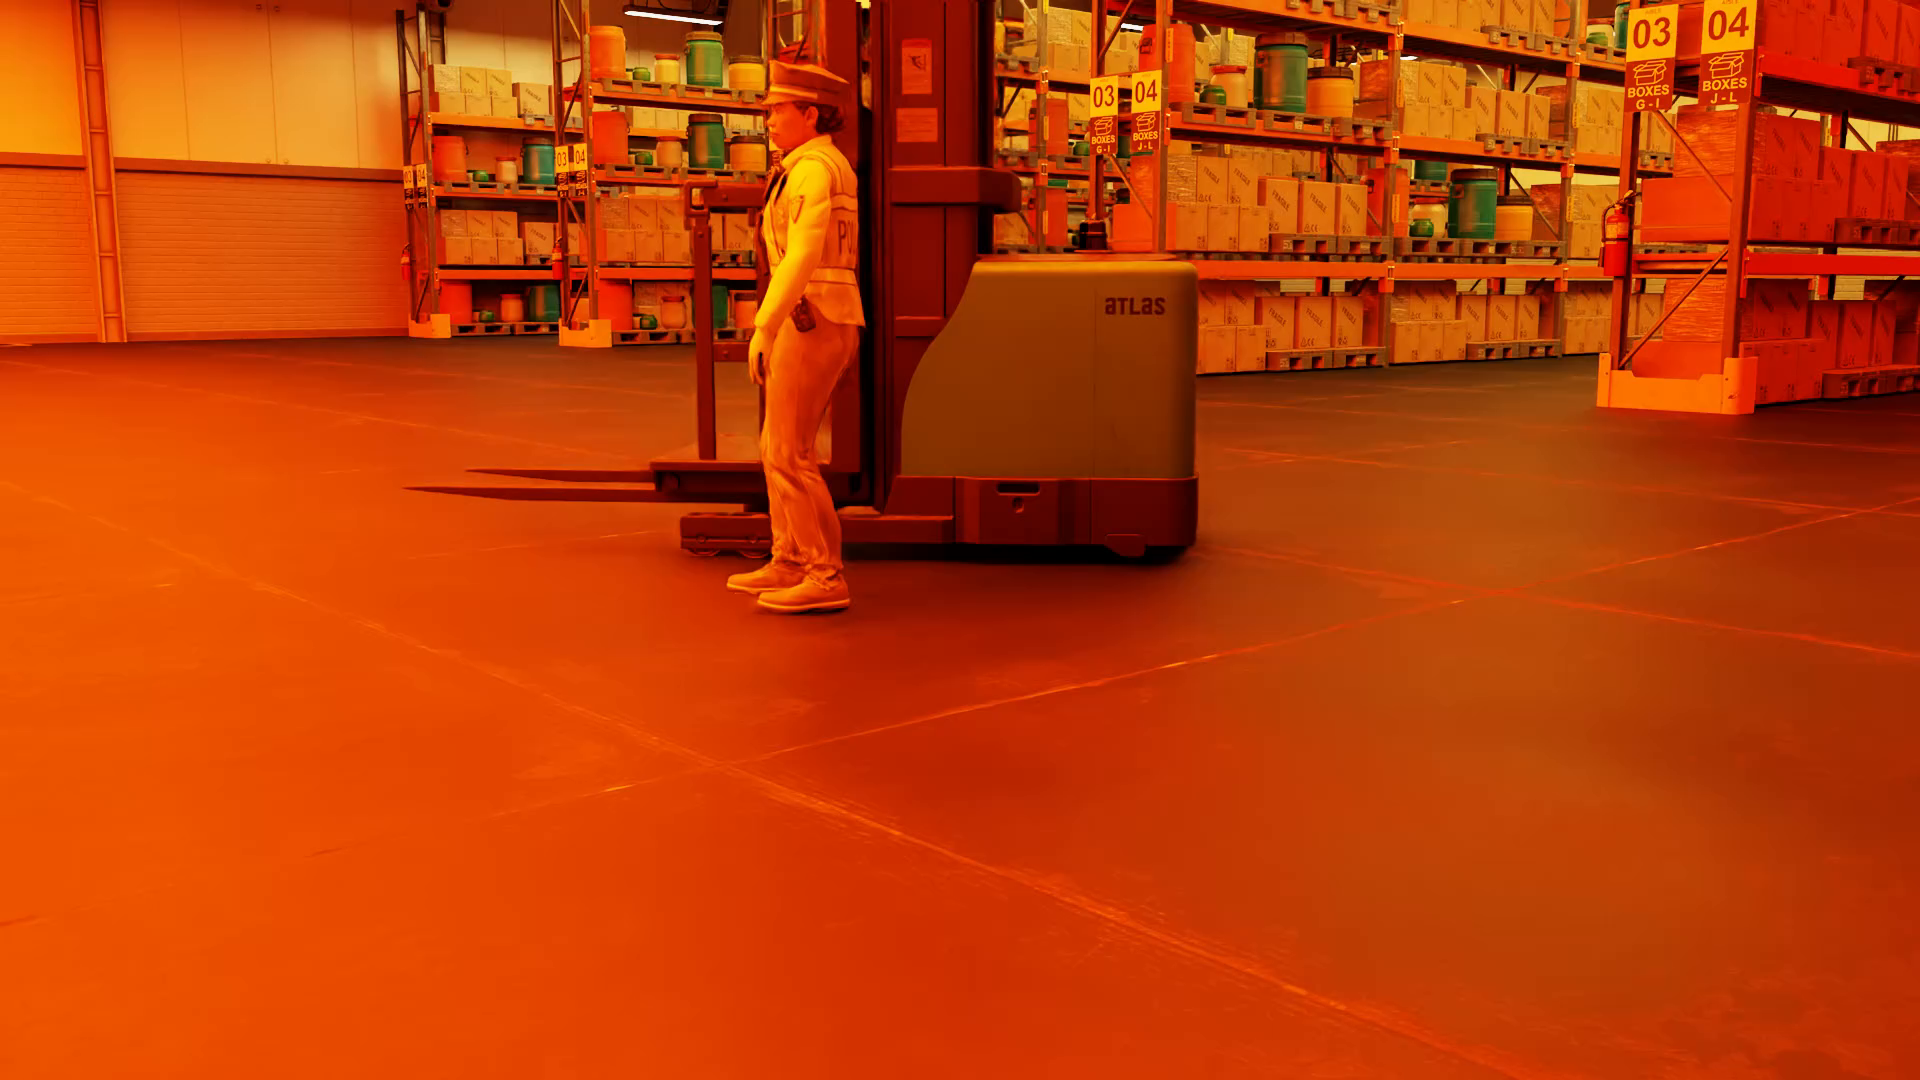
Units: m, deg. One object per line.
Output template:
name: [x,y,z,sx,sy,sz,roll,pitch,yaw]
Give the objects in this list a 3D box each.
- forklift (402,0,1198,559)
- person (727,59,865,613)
forklift: [-0.608,-1.458,6.374,3.031,2.935,1.130,1,9,6]
person: [-0.534,-0.624,5.149,0.478,1.661,0.657,1,9,3]
